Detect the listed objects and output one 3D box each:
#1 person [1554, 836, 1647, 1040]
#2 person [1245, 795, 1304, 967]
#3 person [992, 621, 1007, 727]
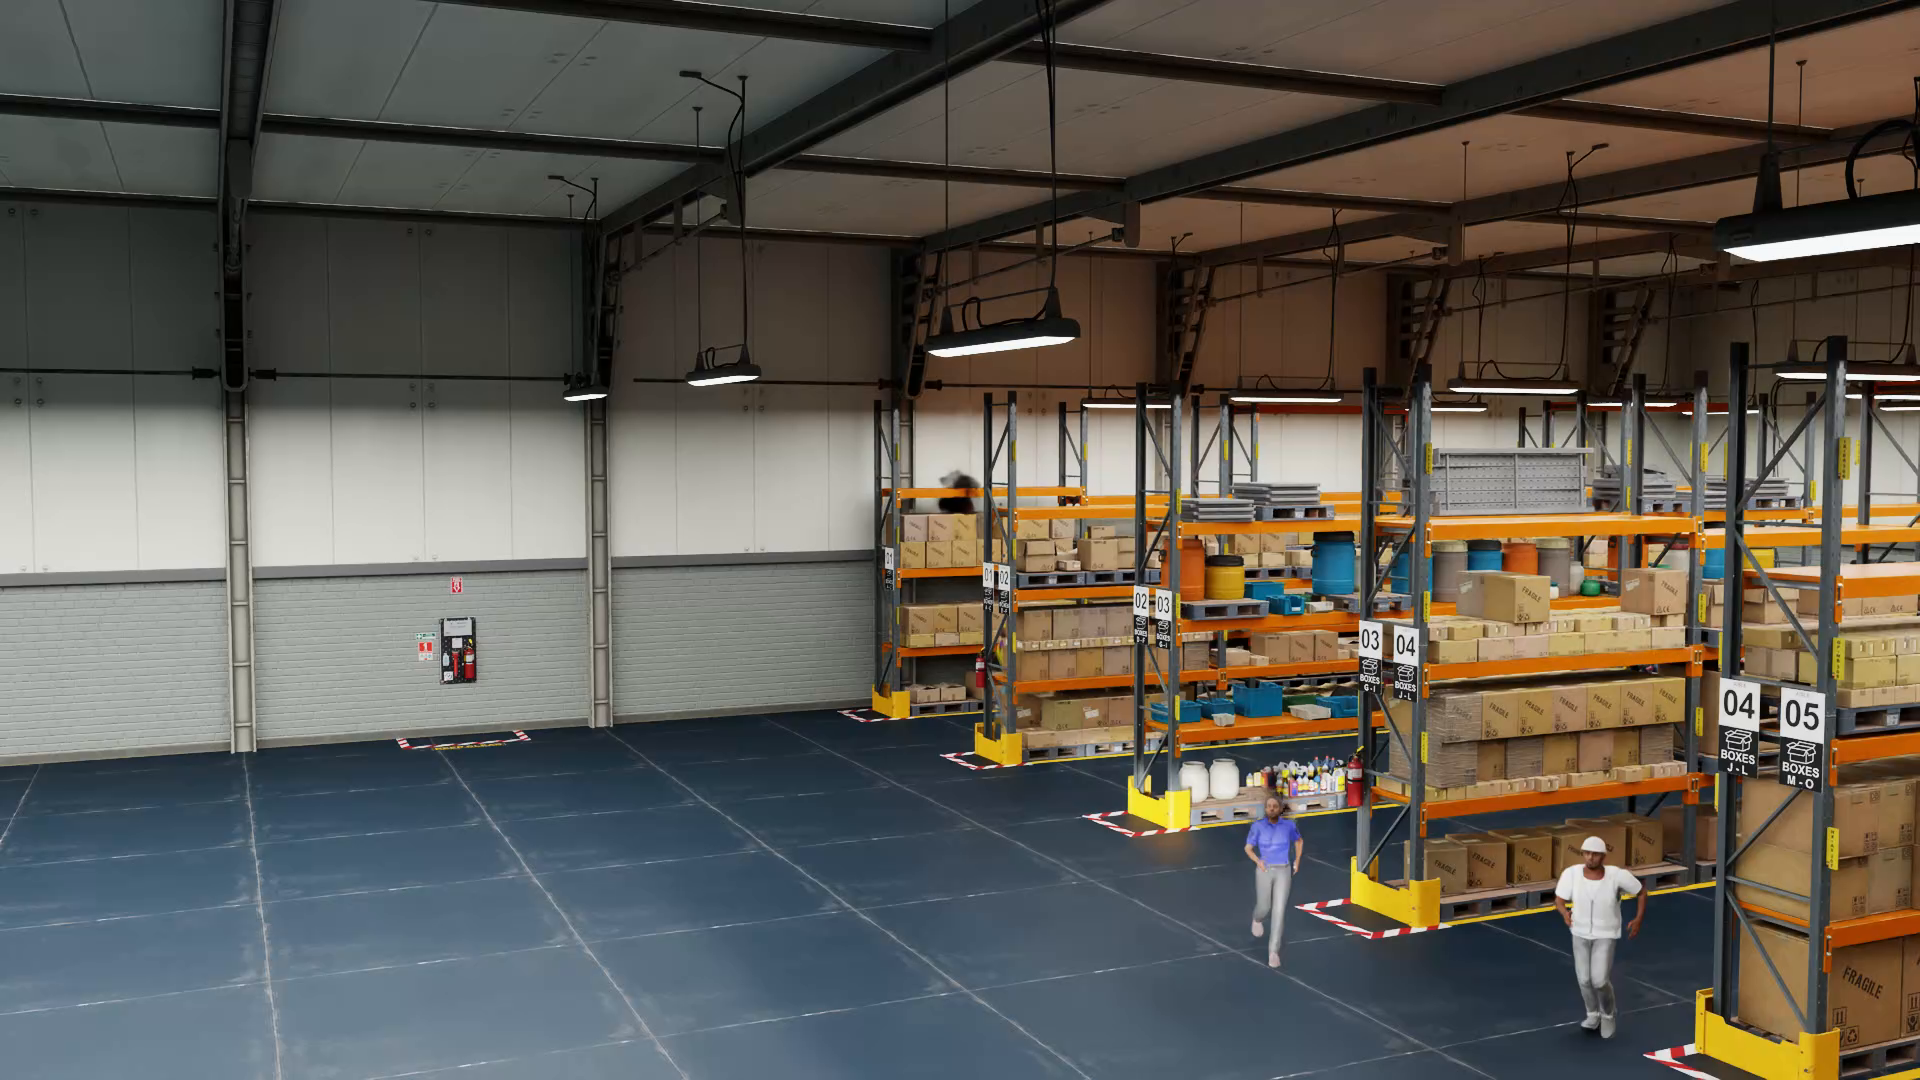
[{"bbox_3d":[5.517,3.462,14.431,0.723,1.787,0.681,2,4,35],"label":"person"},{"bbox_3d":[3.167,3.386,16.779,0.587,1.646,0.840,0,3,8],"label":"person"},{"bbox_3d":[0.853,2.330,29.036,0.851,1.833,0.717,-1,4,-22],"label":"person"}]
